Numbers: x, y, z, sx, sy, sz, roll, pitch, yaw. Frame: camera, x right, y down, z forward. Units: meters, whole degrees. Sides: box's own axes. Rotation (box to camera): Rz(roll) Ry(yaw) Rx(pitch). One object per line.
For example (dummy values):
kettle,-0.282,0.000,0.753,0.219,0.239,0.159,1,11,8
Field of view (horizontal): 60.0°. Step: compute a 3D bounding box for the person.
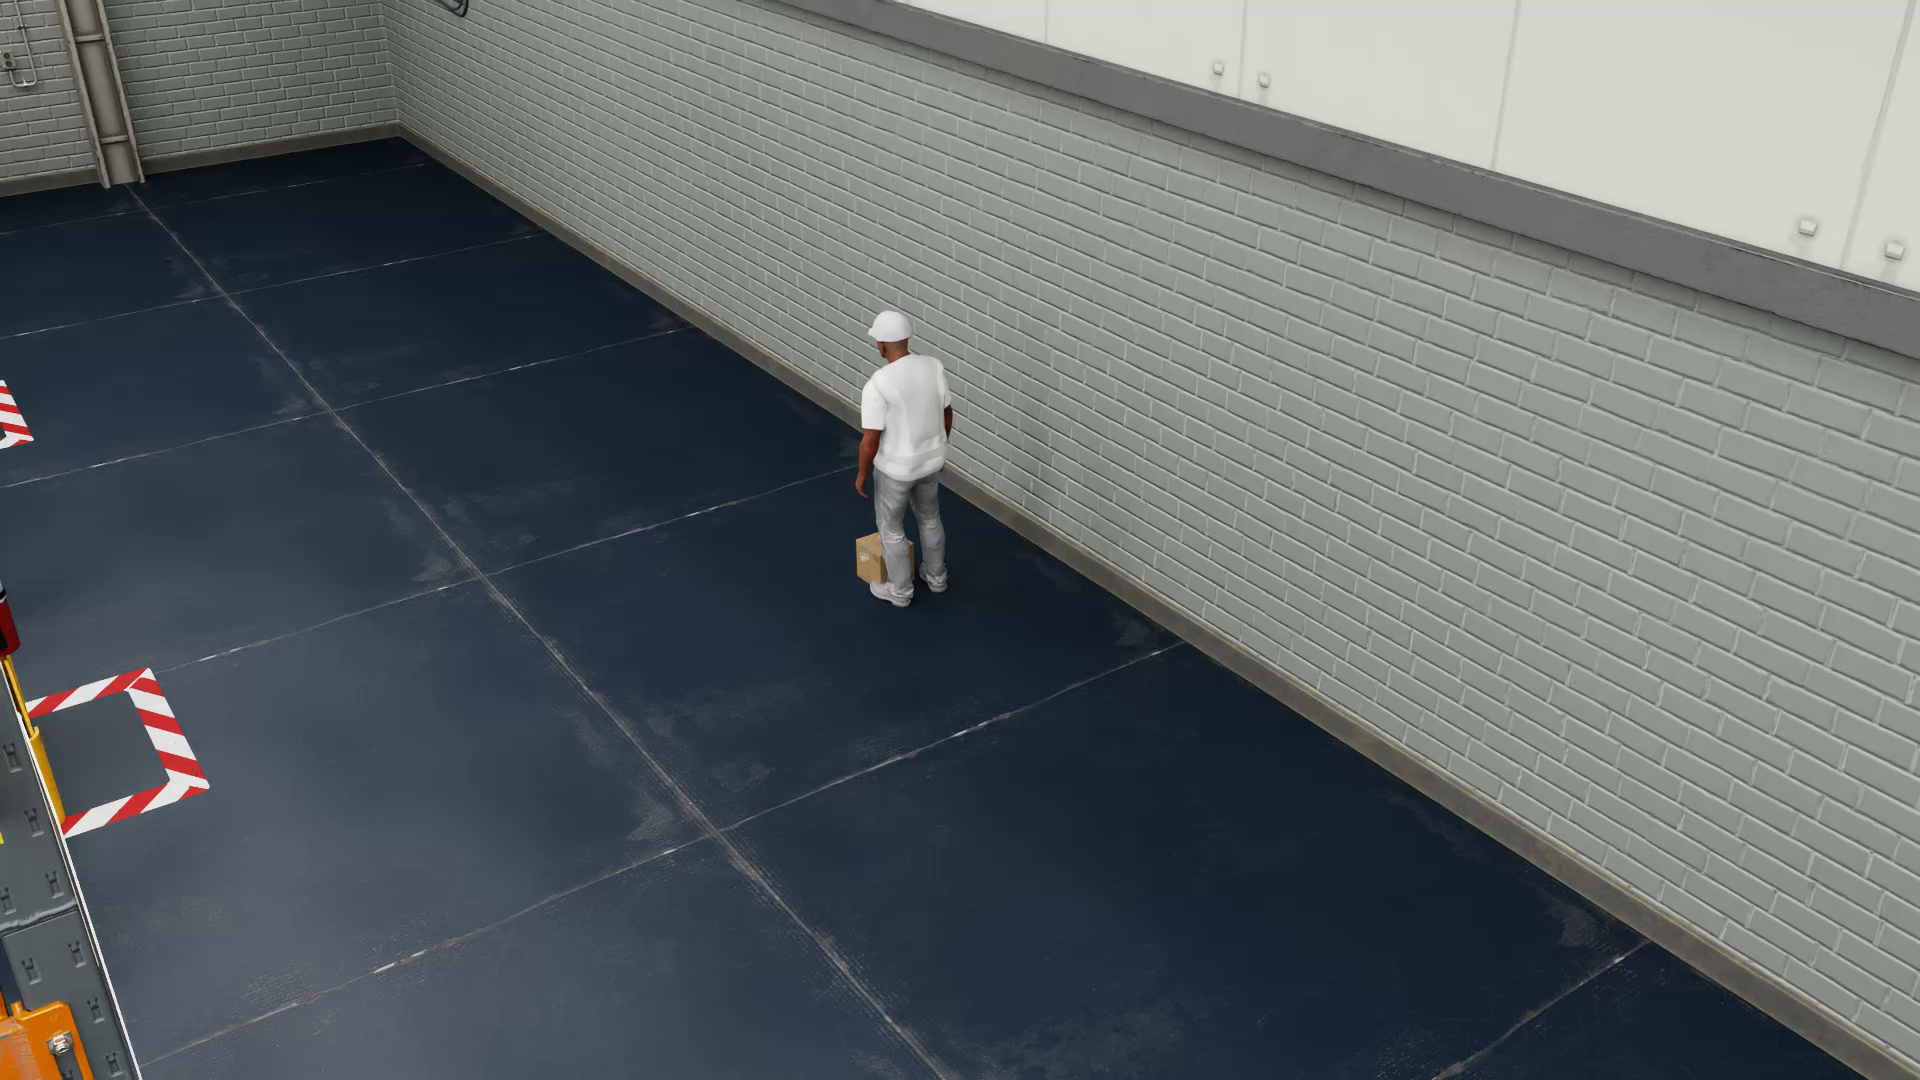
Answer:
person,-0.317,-0.457,9.448,0.636,1.761,0.454,-21,35,-33
